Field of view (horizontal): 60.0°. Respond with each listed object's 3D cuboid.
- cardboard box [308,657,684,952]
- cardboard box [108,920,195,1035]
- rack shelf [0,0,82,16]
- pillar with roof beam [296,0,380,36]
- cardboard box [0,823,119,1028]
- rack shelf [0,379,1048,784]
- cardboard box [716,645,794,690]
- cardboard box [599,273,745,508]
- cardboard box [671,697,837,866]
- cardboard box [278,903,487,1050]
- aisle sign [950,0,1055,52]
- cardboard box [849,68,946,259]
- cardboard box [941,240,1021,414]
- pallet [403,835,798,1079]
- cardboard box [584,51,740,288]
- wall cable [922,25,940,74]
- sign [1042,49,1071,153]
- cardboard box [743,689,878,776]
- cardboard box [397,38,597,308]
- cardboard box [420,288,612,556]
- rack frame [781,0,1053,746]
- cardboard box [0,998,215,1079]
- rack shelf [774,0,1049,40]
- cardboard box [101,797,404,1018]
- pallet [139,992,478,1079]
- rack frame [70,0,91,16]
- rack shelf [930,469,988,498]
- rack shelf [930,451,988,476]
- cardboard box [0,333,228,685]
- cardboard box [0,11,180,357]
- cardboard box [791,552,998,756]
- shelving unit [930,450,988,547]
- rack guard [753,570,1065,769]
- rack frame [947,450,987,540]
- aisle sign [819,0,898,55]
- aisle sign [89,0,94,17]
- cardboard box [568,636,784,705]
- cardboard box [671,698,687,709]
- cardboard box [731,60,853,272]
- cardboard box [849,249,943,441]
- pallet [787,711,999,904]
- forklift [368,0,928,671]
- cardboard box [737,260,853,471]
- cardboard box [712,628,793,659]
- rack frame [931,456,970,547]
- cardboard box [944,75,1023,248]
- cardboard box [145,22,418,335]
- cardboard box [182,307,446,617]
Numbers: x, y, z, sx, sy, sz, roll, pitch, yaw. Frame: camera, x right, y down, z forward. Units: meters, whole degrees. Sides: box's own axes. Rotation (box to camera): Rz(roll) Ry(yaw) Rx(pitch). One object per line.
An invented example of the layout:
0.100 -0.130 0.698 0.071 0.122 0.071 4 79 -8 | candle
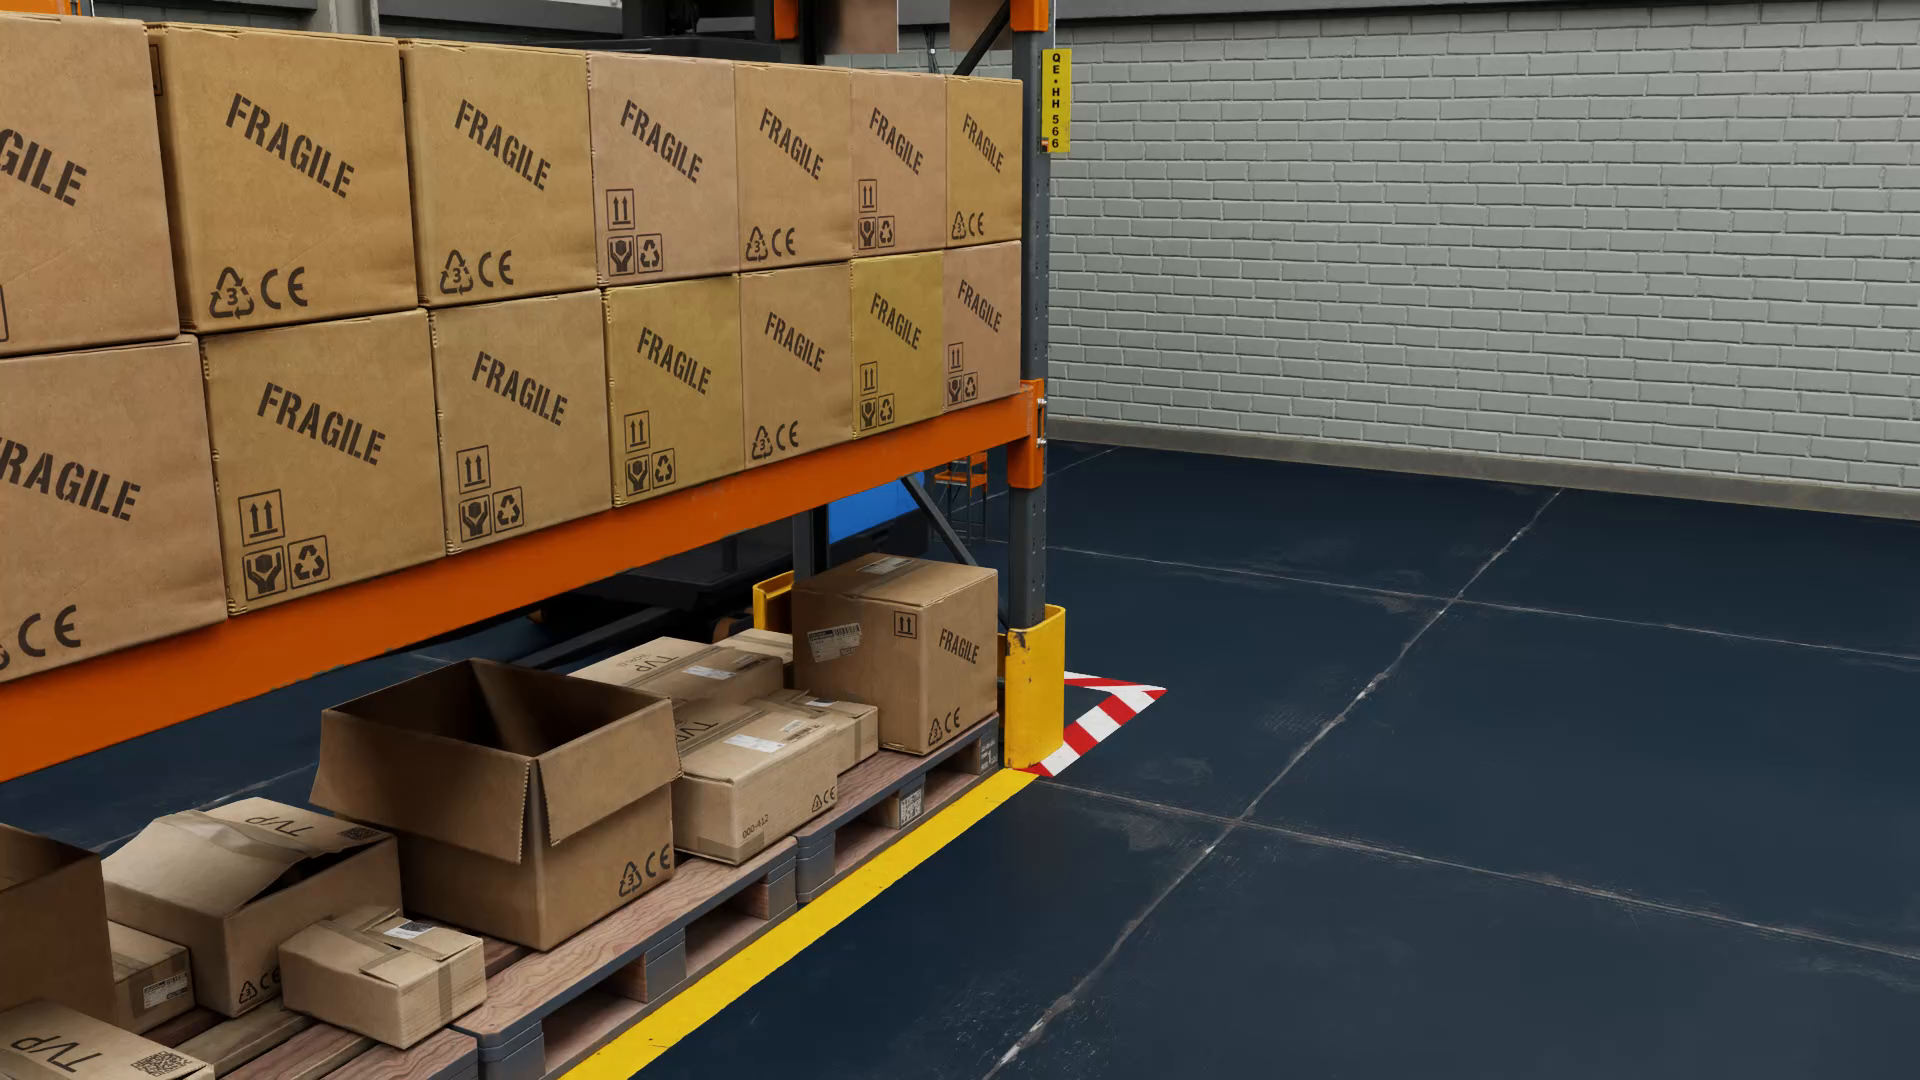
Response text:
-1.193 0.656 4.298 0.797 0.503 0.637 7 15 28 | cardboard box
-1.941 0.982 3.704 0.380 0.149 0.250 7 15 28 | cardboard box
-5.468 -2.037 6.216 1.077 0.370 4.000 7 15 28 | rack shelf
-0.184 -4.419 8.163 9.100 9.000 0.400 7 15 28 | pillar with roof beam
-2.069 0.895 3.316 0.500 0.500 0.500 7 15 28 | cardboard box
-1.130 -0.018 4.242 1.077 0.370 4.000 7 15 28 | rack shelf
-0.787 0.484 5.733 0.380 0.166 0.250 7 15 28 | cardboard box
-0.879 -0.392 4.045 0.500 0.500 0.500 7 15 27 | cardboard box
-0.696 0.676 4.758 0.500 0.250 0.500 7 15 28 | cardboard box
-1.295 0.966 3.733 0.380 0.166 0.250 7 15 28 | cardboard box
0.138 -2.021 5.470 0.394 0.787 0.004 7 15 28 | aisle sign
-0.381 -1.086 4.793 0.500 0.500 0.500 8 16 30 | cardboard box
-0.141 -0.704 5.339 0.500 0.500 0.500 8 16 30 | cardboard box
-1.175 1.006 4.409 1.003 0.211 1.213 7 15 28 | pallet
-0.876 -0.874 3.912 0.500 0.500 0.500 8 16 30 | cardboard box
-1.454 -3.865 12.491 3.097 2.526 0.112 7 15 28 | wall cable
0.313 -1.427 5.410 0.100 0.325 0.005 7 15 28 | sign
-0.485 0.598 5.260 0.380 0.166 0.250 7 15 28 | cardboard box
-1.124 -0.768 3.473 0.500 0.500 0.500 7 15 26 | cardboard box
-1.123 -0.287 3.612 0.500 0.500 0.500 7 15 28 | cardboard box
-0.163 -0.778 5.860 1.000 3.000 0.127 7 15 28 | rack frame
-1.704 1.074 2.975 0.500 0.311 0.500 7 15 28 | cardboard box
-1.130 -1.476 3.891 1.077 0.370 4.000 7 15 28 | rack shelf
-1.707 0.833 3.976 0.500 0.311 0.500 7 15 28 | cardboard box
-1.764 1.258 3.367 1.003 0.211 1.213 7 15 28 | pallet
-4.501 -1.338 8.185 1.000 3.000 0.127 7 15 28 | rack frame
-0.007 -0.304 8.947 0.258 0.103 0.180 7 15 28 | rack shelf
-0.007 -0.420 8.919 0.258 0.103 0.180 7 15 28 | rack shelf
-1.612 -0.080 2.750 0.500 0.500 0.500 8 16 30 | cardboard box
-1.622 -0.557 2.596 0.500 0.500 0.500 8 16 29 | cardboard box
-0.210 0.363 5.523 0.500 0.500 0.500 7 15 28 | cardboard box
-0.007 -0.580 8.881 0.258 1.200 0.189 7 15 28 | shelving unit
-0.200 0.453 6.088 1.175 0.500 0.348 7 15 28 | rack guard
0.037 -0.599 8.958 0.240 1.200 0.006 7 15 28 | rack frame
-0.387 -2.089 5.752 0.394 0.787 0.004 7 15 28 | aisle sign
-4.204 -2.583 7.801 0.394 0.787 0.004 7 15 28 | aisle sign
-0.916 0.527 5.376 0.500 0.250 0.500 7 15 28 | cardboard box
-1.157 0.629 4.950 0.500 0.250 0.500 7 15 28 | cardboard box
-0.627 -0.979 4.350 0.500 0.500 0.500 8 16 30 | cardboard box
-0.389 -0.597 4.896 0.500 0.500 0.500 8 15 29 | cardboard box
-0.584 0.757 5.443 1.003 0.211 1.213 7 15 28 | pallet
-1.281 -1.051 7.141 1.130 2.935 3.031 7 15 26 | forklift
-0.635 -0.495 4.474 0.500 0.500 0.500 8 15 28 | cardboard box
-0.666 0.441 5.948 0.380 0.149 0.250 7 15 28 | cardboard box
-0.051 -0.562 8.803 0.240 1.200 0.006 7 15 28 | rack frame
-0.137 -1.190 5.223 0.500 0.500 0.500 7 15 28 | cardboard box
-1.373 -0.663 3.035 0.500 0.500 0.500 7 15 26 | cardboard box
-1.367 -0.185 3.187 0.500 0.500 0.500 8 16 29 | cardboard box
